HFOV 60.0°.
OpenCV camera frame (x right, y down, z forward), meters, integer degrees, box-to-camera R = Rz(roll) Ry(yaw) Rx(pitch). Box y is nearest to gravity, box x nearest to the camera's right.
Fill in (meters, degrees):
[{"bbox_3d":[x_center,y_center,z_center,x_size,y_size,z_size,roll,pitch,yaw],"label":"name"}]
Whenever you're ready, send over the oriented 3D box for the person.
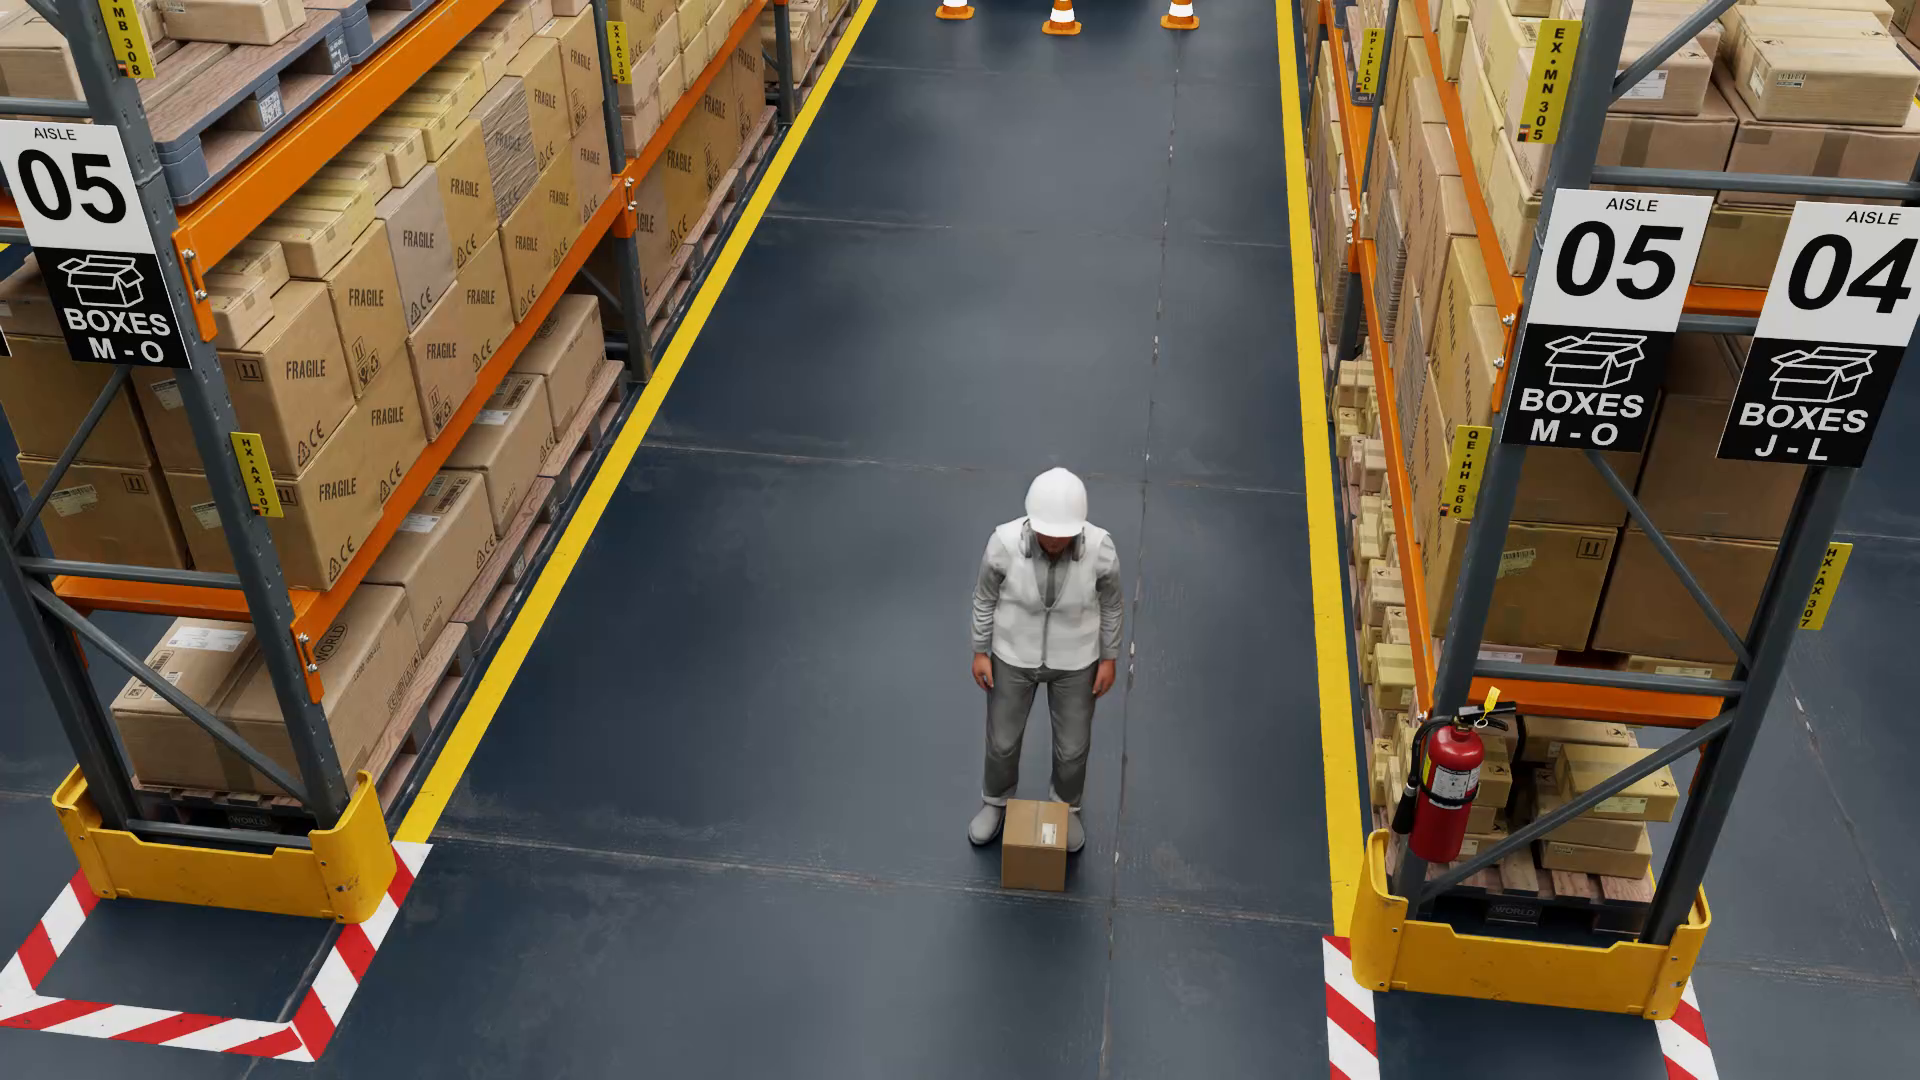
[{"bbox_3d":[0.329,0.448,6.400,0.578,1.769,0.466,3,36,4],"label":"person"}]
